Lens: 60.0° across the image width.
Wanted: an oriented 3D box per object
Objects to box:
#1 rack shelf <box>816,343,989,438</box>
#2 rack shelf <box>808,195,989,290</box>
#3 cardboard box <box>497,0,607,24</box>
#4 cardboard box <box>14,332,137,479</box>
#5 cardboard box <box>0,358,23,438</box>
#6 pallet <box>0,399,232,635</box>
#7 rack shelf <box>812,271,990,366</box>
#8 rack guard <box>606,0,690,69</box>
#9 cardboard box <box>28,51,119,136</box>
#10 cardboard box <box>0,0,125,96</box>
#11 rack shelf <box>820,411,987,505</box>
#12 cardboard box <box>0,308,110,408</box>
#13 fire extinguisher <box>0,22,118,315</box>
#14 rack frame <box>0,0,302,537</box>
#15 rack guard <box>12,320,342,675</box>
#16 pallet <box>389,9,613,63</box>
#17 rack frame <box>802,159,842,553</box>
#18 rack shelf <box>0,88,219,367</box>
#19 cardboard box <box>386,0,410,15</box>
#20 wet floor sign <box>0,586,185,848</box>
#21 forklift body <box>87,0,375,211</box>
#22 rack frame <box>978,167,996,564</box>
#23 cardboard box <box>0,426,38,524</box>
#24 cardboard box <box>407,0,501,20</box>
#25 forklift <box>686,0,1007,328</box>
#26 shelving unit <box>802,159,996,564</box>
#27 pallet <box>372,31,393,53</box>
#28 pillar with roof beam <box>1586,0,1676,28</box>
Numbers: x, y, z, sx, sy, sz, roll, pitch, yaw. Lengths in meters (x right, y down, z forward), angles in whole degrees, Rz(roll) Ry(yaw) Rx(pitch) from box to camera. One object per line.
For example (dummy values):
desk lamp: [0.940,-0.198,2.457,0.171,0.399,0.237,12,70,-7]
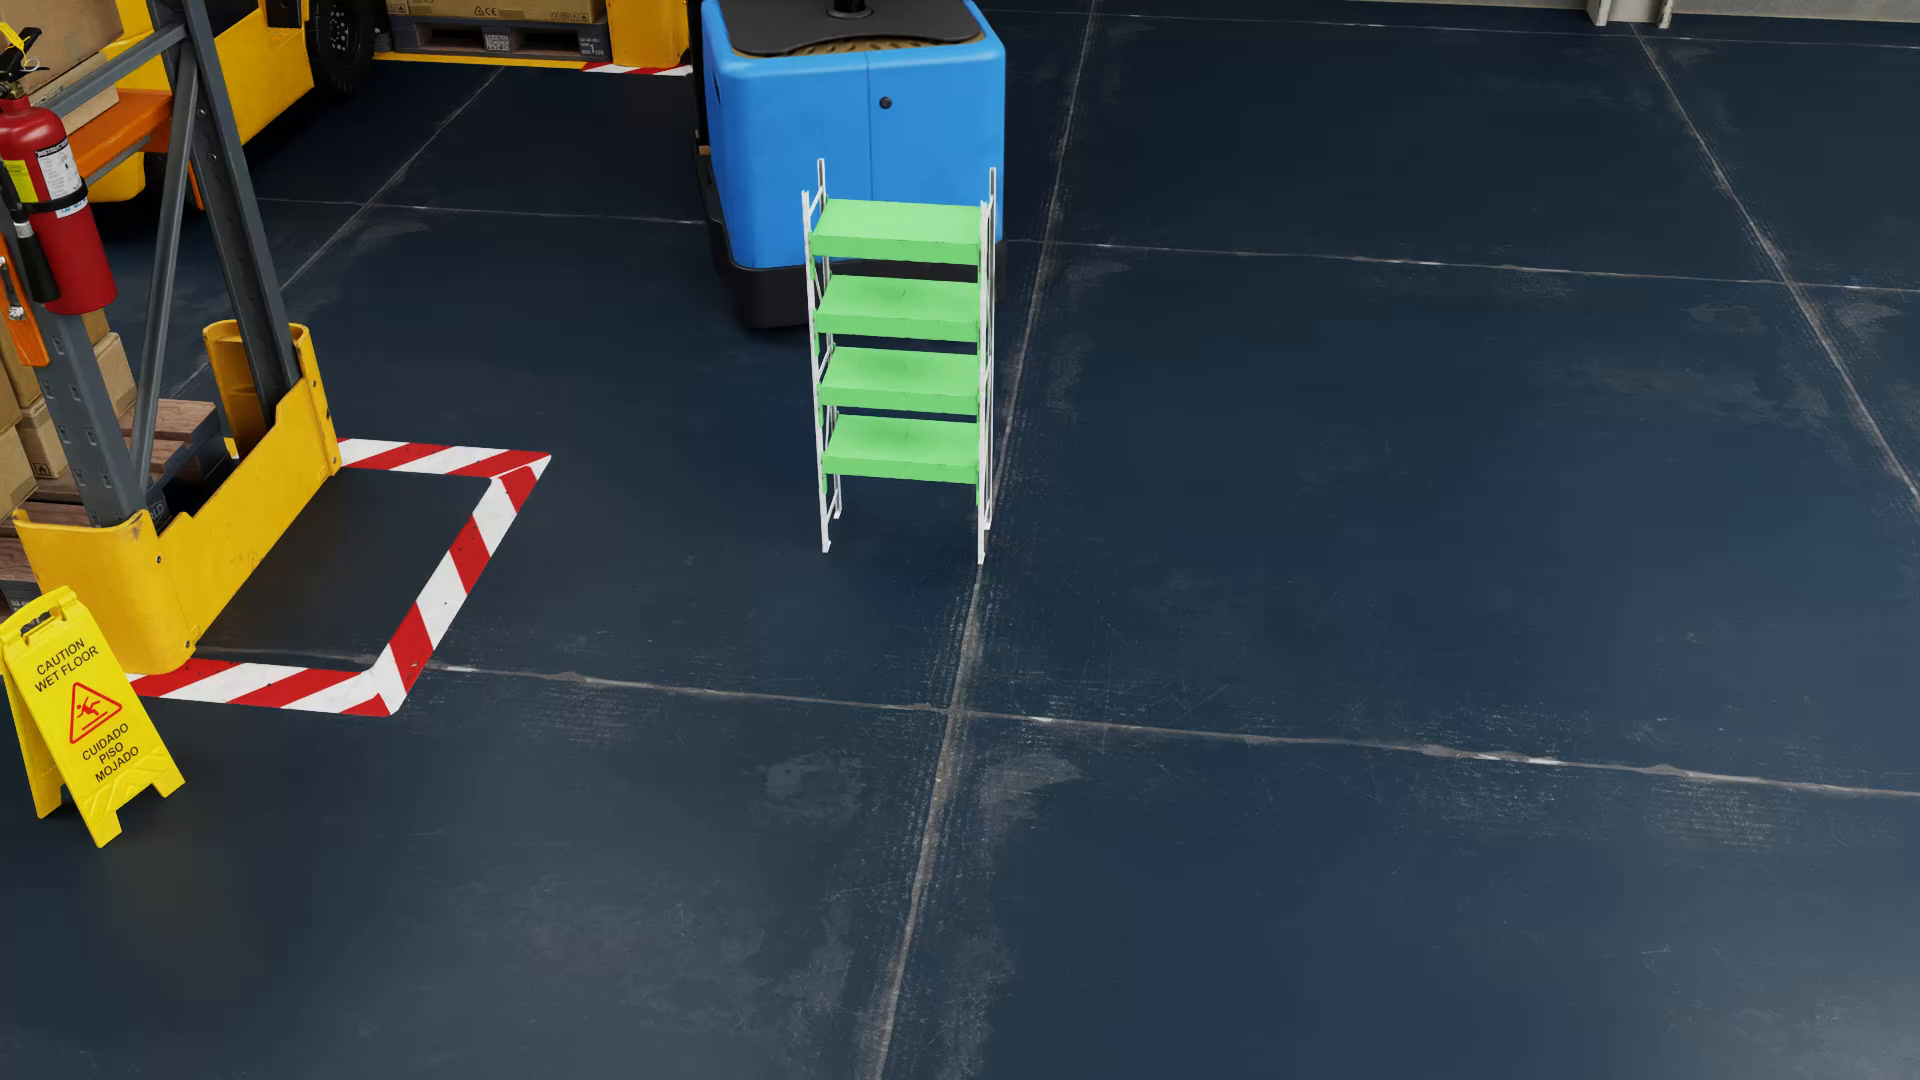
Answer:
rack shelf: [-0.164,-0.449,4.956,0.480,0.148,0.258,4,36,6]
rack shelf: [-0.164,-0.839,4.677,0.480,0.148,0.258,4,36,6]
cardboard box: [-2.124,-2.942,8.795,0.500,0.250,0.500,5,36,6]
cardboard box: [-3.011,-0.448,5.301,0.500,0.250,0.500,4,36,6]
cardboard box: [-3.074,-0.443,4.649,0.500,0.500,0.500,4,36,6]
pallet: [-3.123,-0.128,5.248,1.213,0.211,1.003,4,36,6]
rack shelf: [-0.164,-0.644,4.816,0.480,0.148,0.258,4,36,6]
rack guard: [-1.594,-3.018,9.049,0.348,0.500,1.175,4,36,6]
cardboard box: [-2.557,-1.219,4.593,0.250,0.149,0.380,4,36,6]
cardboard box: [-2.681,-1.534,4.475,0.500,0.500,0.500,4,36,5]
rack shelf: [-0.164,-0.253,5.095,0.480,0.148,0.258,4,36,6]
cardboard box: [-3.035,-0.755,5.085,0.500,0.500,0.500,3,36,4]
fire extinguisher: [-2.192,-0.872,3.956,0.183,0.674,0.296,4,36,6]
rack frame: [-2.247,-1.177,4.317,0.127,3.000,1.000,4,36,6]
rack guard: [-2.322,-0.165,5.051,0.348,0.500,1.175,4,36,6]
pallet: [-2.382,-2.935,9.180,1.213,0.211,1.003,4,36,6]
rack frame: [-0.406,-0.519,4.944,0.015,1.200,0.240,4,36,6]
rack shelf: [-4.230,-1.032,4.734,4.000,0.370,1.077,4,36,6]
cardboard box: [-3.111,-3.026,8.914,0.500,0.250,0.500,5,36,6]
wet floor sign: [-2.194,0.412,4.118,0.232,0.644,0.267,17,39,22]
forklift body: [-3.731,-2.781,7.295,1.214,2.155,2.313,4,36,6]
rack frame: [0.078,-0.483,4.893,0.015,1.200,0.240,4,36,6]
cardboard box: [-3.106,-0.135,4.863,0.500,0.250,0.500,4,36,6]
cardboard box: [-2.616,-2.984,8.855,0.500,0.250,0.500,4,36,6]
forklift: [-0.631,-2.841,6.707,1.130,2.935,3.031,-7,36,-10]
shelving unit: [-0.164,-0.501,4.919,0.503,1.200,0.258,4,36,6]
pallet: [-3.589,-3.027,9.309,1.213,0.211,1.003,4,36,6]
pillar with roof beam: [3.209,-4.126,3.284,0.400,9.000,9.100,4,36,6]
